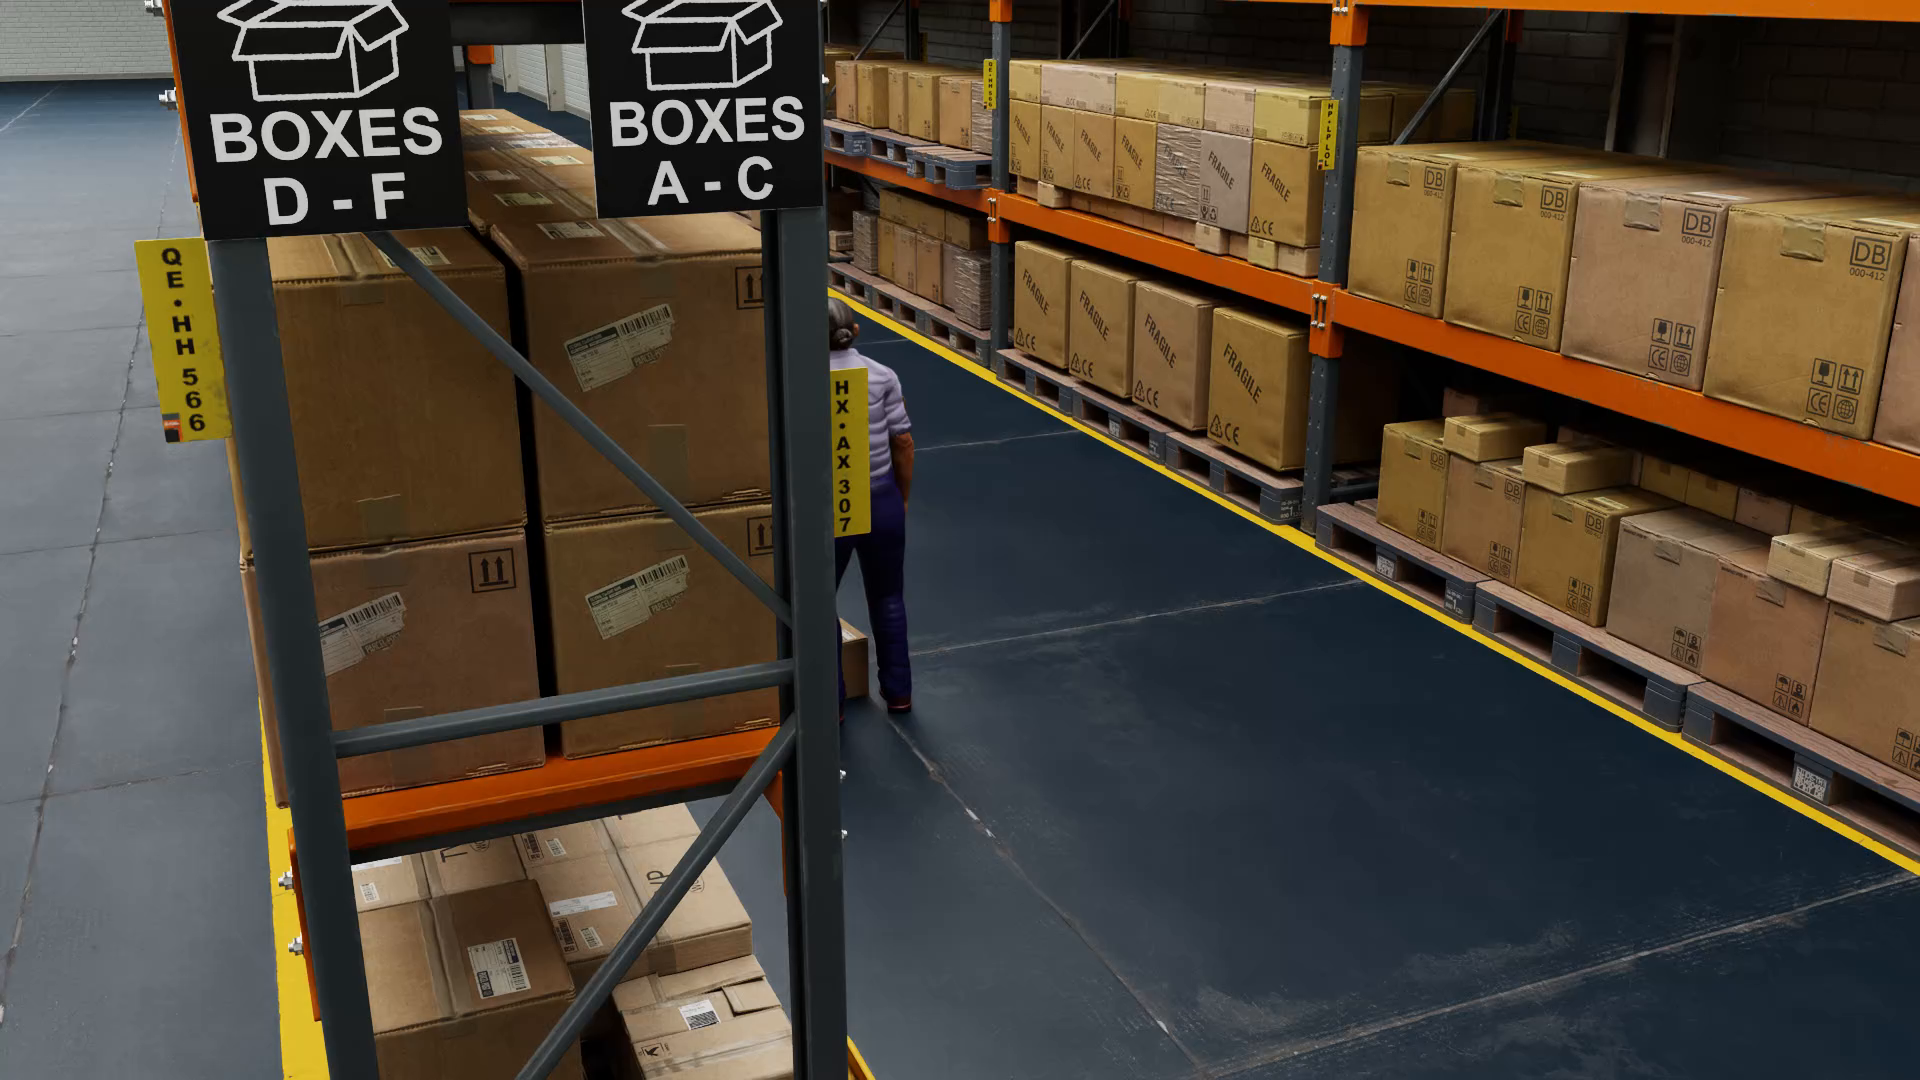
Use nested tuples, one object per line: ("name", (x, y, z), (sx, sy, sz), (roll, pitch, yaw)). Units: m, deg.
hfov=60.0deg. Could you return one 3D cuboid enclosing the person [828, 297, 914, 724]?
("person", (-0.420, -0.099, 6.364), (0.543, 1.652, 0.372), (-8, 21, -22))
